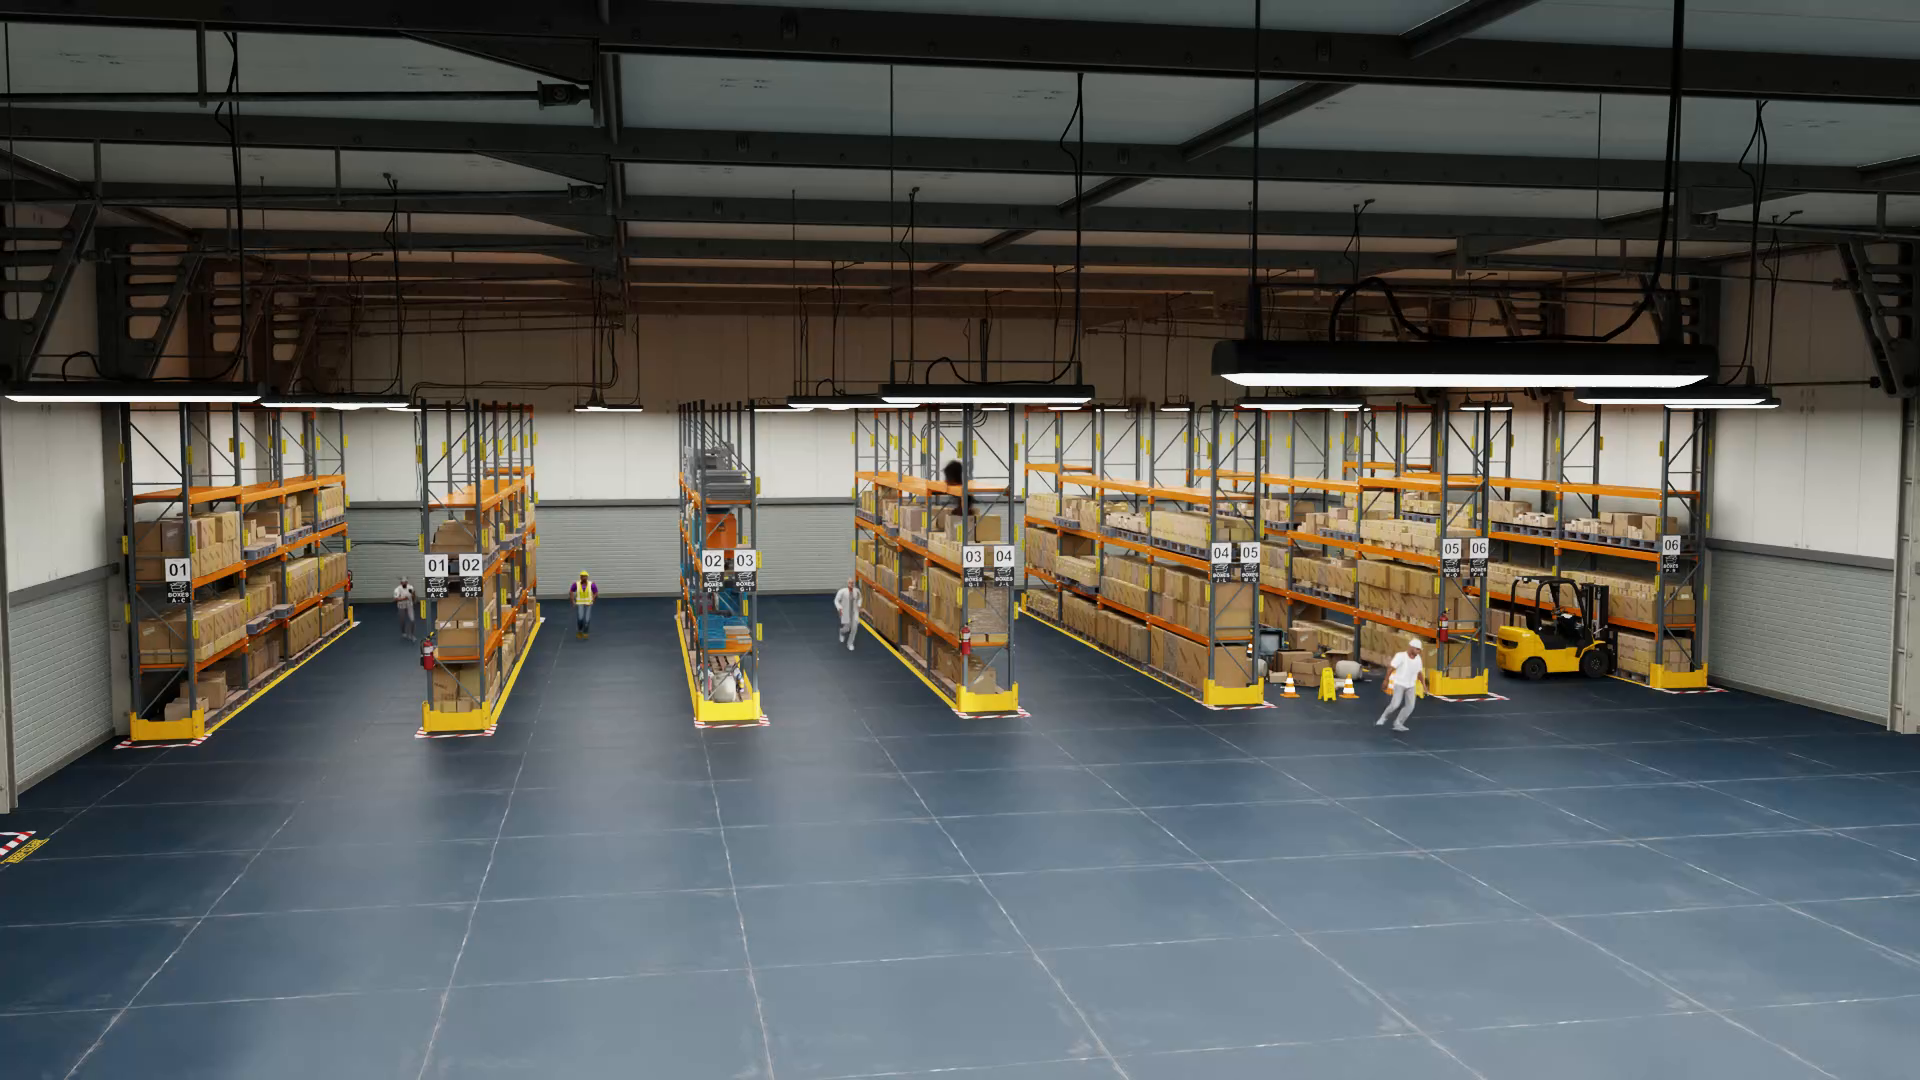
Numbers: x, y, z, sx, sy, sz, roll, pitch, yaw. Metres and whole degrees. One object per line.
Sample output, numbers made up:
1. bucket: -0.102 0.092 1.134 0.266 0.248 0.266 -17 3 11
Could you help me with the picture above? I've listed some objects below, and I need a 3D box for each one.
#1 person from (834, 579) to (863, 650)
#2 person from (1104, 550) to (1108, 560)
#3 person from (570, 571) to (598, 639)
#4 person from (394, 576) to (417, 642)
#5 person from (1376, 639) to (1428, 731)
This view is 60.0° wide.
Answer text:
1. person: -2.725 1.802 40.763 0.728 1.734 0.721 -2 5 -23
2. person: 4.384 1.150 49.159 0.980 1.762 0.662 1 5 18
3. person: -9.560 1.657 42.344 0.705 1.744 0.641 -1 4 -16
4. person: -14.055 1.727 42.135 0.585 1.671 0.894 -2 5 -27
5. person: 7.992 2.605 30.018 0.835 1.684 0.692 -2 5 -23
